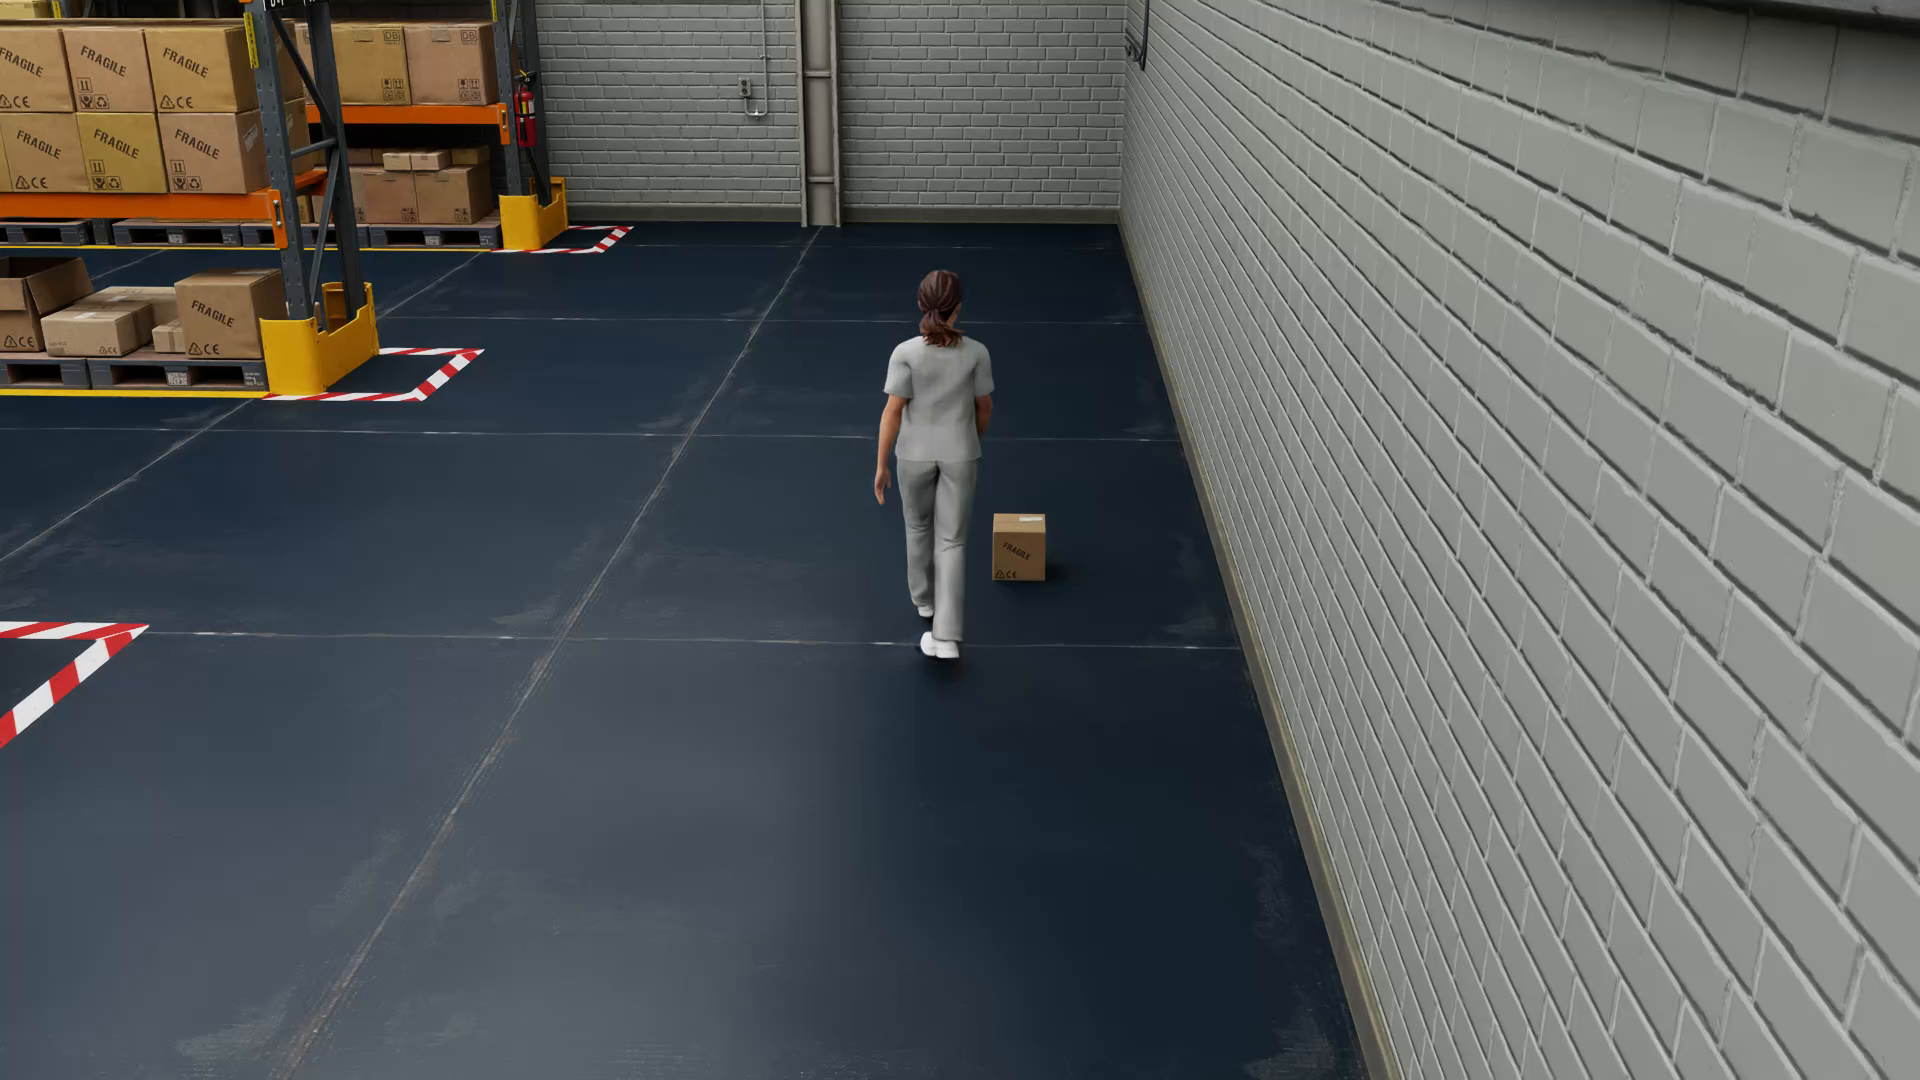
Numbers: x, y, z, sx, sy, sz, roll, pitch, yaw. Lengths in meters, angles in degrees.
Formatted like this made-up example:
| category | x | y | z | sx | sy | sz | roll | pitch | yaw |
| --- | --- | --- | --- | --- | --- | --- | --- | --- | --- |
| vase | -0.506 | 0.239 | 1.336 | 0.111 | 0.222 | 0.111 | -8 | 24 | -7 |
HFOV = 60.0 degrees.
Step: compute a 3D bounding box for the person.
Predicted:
| category | x | y | z | sx | sy | sz | roll | pitch | yaw |
| --- | --- | --- | --- | --- | --- | --- | --- | --- | --- |
| person | -0.106 | -0.352 | 7.034 | 0.502 | 1.631 | 0.933 | 0 | 21 | 0 |
